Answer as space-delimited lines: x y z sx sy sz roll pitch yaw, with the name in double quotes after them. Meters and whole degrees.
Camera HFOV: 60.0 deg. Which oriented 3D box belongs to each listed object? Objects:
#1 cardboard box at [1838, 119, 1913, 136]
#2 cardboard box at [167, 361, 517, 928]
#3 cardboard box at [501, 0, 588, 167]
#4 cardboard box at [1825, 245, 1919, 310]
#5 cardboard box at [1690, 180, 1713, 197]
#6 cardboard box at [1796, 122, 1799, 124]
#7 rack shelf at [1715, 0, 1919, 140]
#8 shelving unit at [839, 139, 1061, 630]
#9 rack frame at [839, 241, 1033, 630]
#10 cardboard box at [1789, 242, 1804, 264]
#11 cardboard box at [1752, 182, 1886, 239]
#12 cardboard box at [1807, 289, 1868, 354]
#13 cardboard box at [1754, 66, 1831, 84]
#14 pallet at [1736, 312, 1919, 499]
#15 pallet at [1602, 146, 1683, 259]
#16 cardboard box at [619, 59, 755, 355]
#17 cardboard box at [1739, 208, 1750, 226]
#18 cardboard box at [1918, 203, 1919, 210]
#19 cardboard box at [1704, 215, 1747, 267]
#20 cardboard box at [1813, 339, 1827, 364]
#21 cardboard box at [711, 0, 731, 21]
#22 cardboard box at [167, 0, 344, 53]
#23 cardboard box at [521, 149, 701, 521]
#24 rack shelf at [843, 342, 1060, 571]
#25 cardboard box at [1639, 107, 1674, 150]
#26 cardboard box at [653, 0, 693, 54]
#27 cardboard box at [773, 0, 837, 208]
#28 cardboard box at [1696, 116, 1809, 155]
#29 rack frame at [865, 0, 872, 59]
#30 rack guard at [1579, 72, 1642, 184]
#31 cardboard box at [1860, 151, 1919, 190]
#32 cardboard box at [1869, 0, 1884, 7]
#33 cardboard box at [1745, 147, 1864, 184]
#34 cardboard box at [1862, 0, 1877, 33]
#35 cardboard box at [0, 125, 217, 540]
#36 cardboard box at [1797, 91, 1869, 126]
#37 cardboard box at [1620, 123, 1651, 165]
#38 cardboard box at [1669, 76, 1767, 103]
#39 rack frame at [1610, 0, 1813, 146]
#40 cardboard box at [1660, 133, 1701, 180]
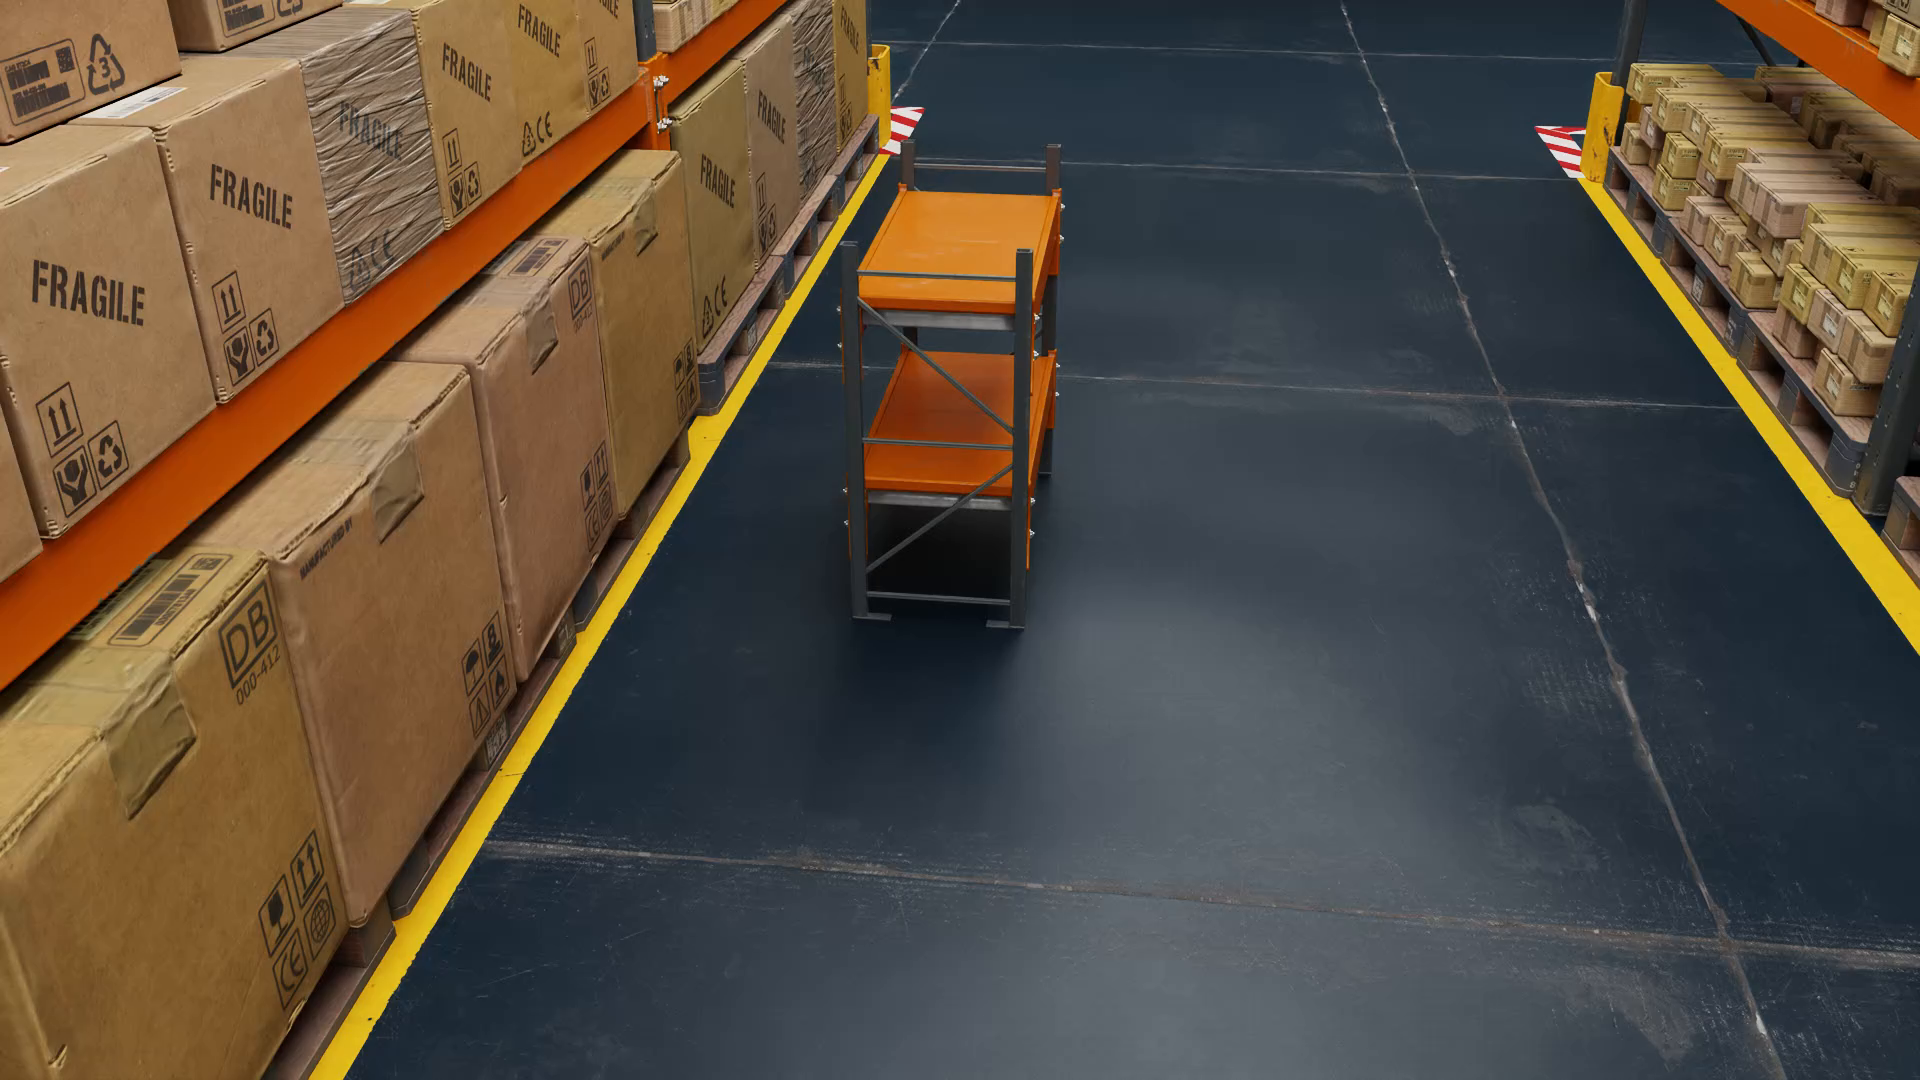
4.039 -1.712 7.200 0.380 0.149 0.250 4 29 8 "cardboard box"
-1.751 0.162 3.585 1.225 0.875 0.875 3 29 6 "cardboard box"
-1.336 -1.304 4.403 0.500 0.500 0.500 4 29 8 "cardboard box"
3.205 -0.890 5.675 0.380 0.149 0.250 4 29 7 "cardboard box"
3.485 -1.493 7.421 0.380 0.149 0.250 3 29 6 "cardboard box"
4.051 -1.952 7.960 0.380 0.149 0.250 3 28 5 "cardboard box"
1.251 -2.810 6.507 5.958 1.845 4.006 3 28 6 "rack shelf"
0.001 -0.498 4.989 0.538 1.125 1.048 3 28 6 "shelving unit"
-0.061 -0.259 4.545 0.500 1.125 0.032 3 28 6 "rack frame"
3.315 -0.988 6.171 0.380 0.149 0.250 4 29 7 "cardboard box"
3.279 -1.258 6.358 0.380 0.149 0.250 2 28 4 "cardboard box"
3.172 -0.749 5.726 0.380 0.149 0.250 2 28 4 "cardboard box"
4.104 -2.204 8.114 0.380 0.149 0.250 4 29 7 "cardboard box"
3.475 -0.484 5.925 1.003 0.211 1.213 3 28 6 "pallet"
3.774 -1.632 8.057 1.003 0.211 1.213 3 28 6 "pallet"
-1.322 -1.284 6.269 0.875 0.875 0.875 3 28 6 "cardboard box"
3.455 -1.357 6.856 0.380 0.149 0.250 5 29 9 "cardboard box"
3.872 -1.222 6.292 0.380 0.149 0.250 4 29 7 "cardboard box"
3.360 -1.249 6.968 0.380 0.149 0.250 3 28 6 "cardboard box"
3.252 -0.645 5.847 0.380 0.149 0.250 4 29 8 "cardboard box"
-1.052 -1.986 6.038 0.380 0.149 0.250 4 29 8 "cardboard box"
-1.709 -1.298 3.333 0.797 0.503 0.637 4 29 8 "cardboard box"
-1.541 -0.676 5.139 1.225 0.875 0.875 3 29 6 "cardboard box"
0.001 -0.283 5.105 0.538 0.278 1.000 3 28 6 "rack shelf"
3.509 -1.979 8.011 0.380 0.149 0.250 3 28 6 "cardboard box"
-1.116 -1.738 5.579 0.380 0.149 0.250 3 29 6 "cardboard box"
-1.103 -2.127 7.833 0.875 0.875 0.875 3 28 6 "cardboard box"
3.452 -1.741 7.255 0.380 0.149 0.250 4 29 8 "cardboard box"
-0.992 -3.612 8.791 1.000 3.000 0.127 3 28 6 "rack frame"
3.908 -2.140 8.695 1.175 0.500 0.348 3 28 6 "rack guard"
3.892 -1.469 6.750 0.380 0.149 0.250 3 29 6 "cardboard box"
3.271 -2.056 5.486 0.500 0.500 0.500 3 28 5 "cardboard box"
3.439 -1.496 6.800 0.380 0.149 0.250 3 29 6 "cardboard box"
3.345 -1.798 5.689 0.380 0.149 0.250 3 28 5 "cardboard box"
-1.582 -0.346 2.624 0.500 0.500 0.500 3 28 5 "cardboard box"
4.111 -1.959 7.660 0.380 0.149 0.250 3 28 5 "cardboard box"
3.536 -1.978 8.321 0.380 0.149 0.250 4 29 7 "cardboard box"
3.602 -2.104 7.929 0.380 0.149 0.250 4 29 7 "cardboard box"
3.918 -3.276 8.168 1.000 3.000 0.127 3 28 6 "rack frame"
3.428 -1.745 7.575 0.380 0.149 0.250 4 29 8 "cardboard box"
